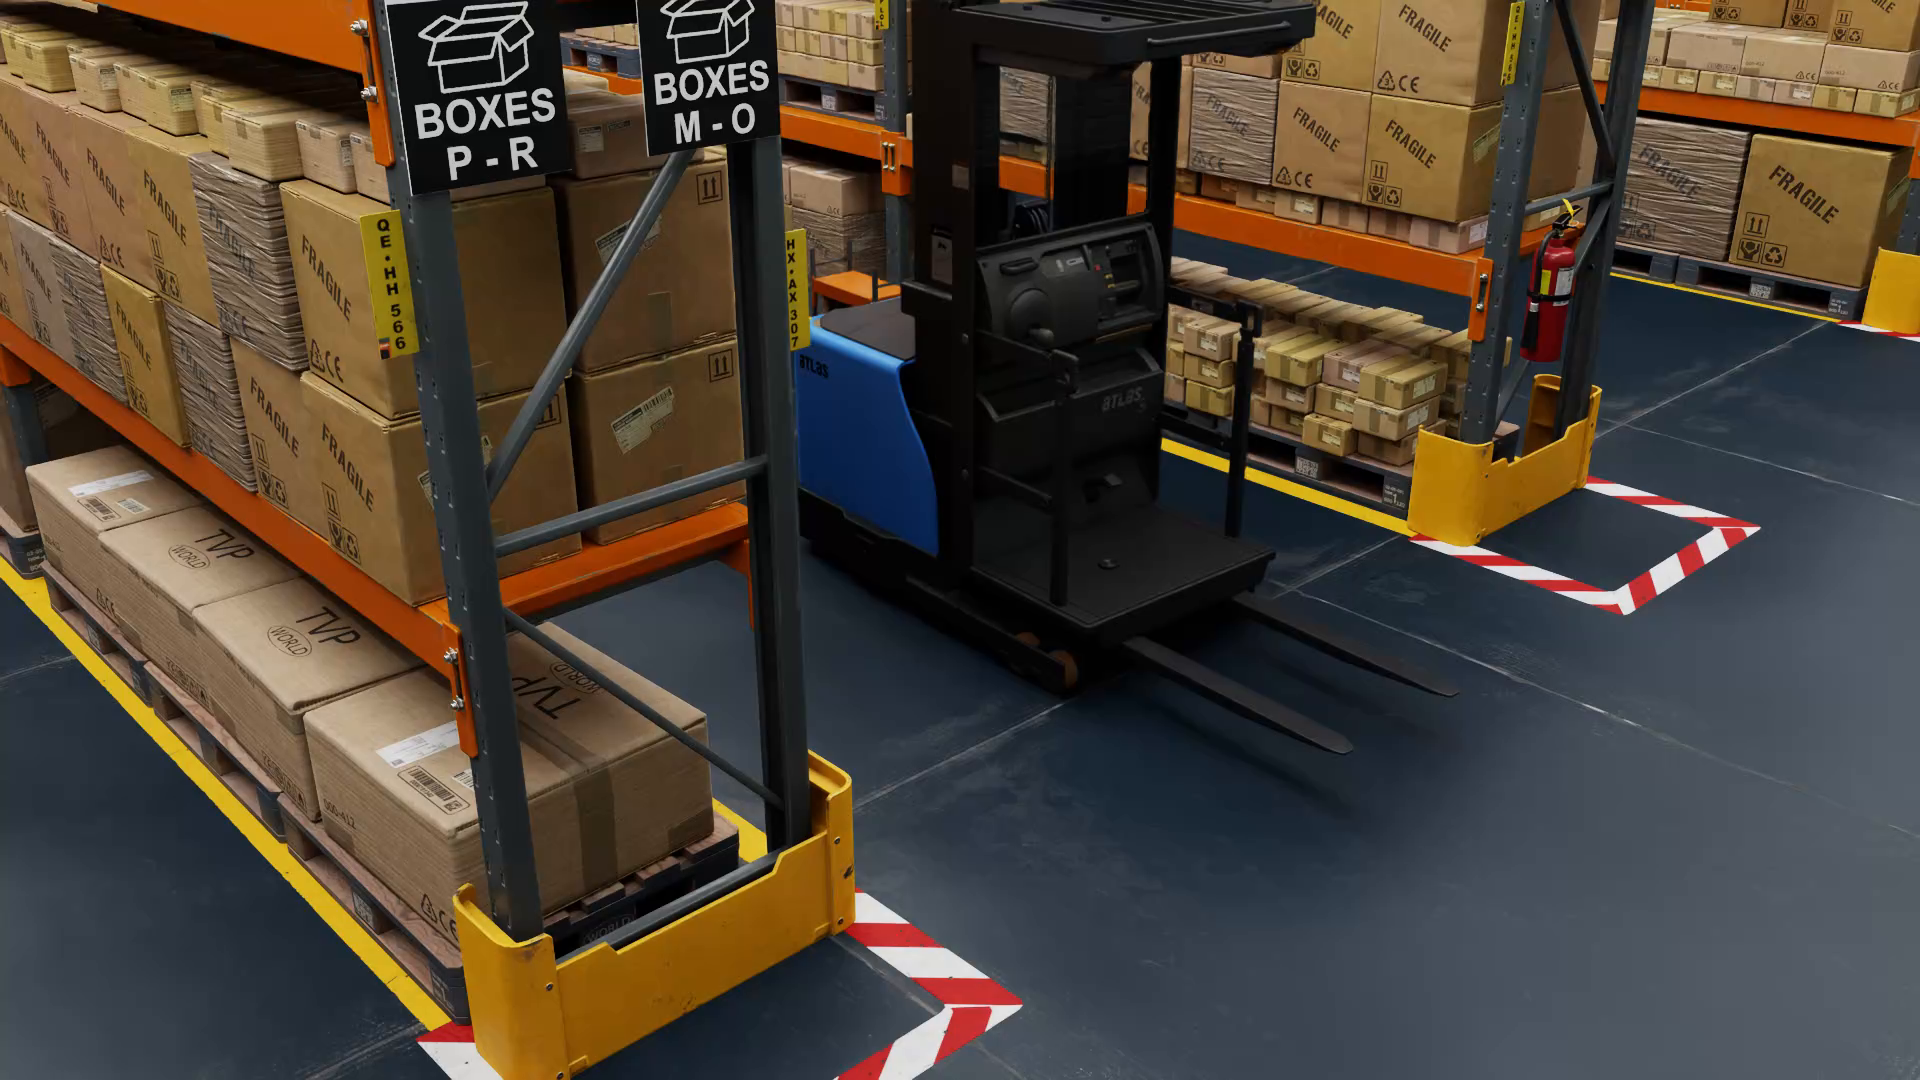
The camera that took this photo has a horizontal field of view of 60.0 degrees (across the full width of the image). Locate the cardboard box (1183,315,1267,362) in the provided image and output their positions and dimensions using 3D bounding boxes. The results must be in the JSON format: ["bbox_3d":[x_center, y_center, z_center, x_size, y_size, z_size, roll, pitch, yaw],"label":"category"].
[{"bbox_3d":[1.386,-1.066,8.684,0.380,0.149,0.250,-20,31,-37],"label":"cardboard box"}]

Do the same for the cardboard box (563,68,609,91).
[{"bbox_3d":[-1.223,-1.233,4.732,0.380,0.149,0.250,-20,31,-37],"label":"cardboard box"}]

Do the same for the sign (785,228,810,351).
[{"bbox_3d":[-0.448,-0.666,4.458,0.100,0.325,0.005,-21,32,-38],"label":"sign"}]

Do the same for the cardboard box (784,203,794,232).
[{"bbox_3d":[-1.087,-2.090,11.222,0.500,0.500,0.500,-22,33,-40],"label":"cardboard box"}]

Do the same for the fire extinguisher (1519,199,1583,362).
[{"bbox_3d":[2.522,-1.104,7.098,0.296,0.674,0.183,-21,32,-38],"label":"fire extinguisher"}]

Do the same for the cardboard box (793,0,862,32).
[{"bbox_3d":[-0.823,-3.301,10.452,0.380,0.149,0.250,-23,33,-40],"label":"cardboard box"}]

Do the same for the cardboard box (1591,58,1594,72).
[{"bbox_3d":[4.488,-3.413,11.921,0.380,0.149,0.250,-21,32,-38],"label":"cardboard box"}]

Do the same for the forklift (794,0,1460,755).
[{"bbox_3d":[0.583,-0.976,6.358,1.130,2.935,3.031,-19,31,-36],"label":"forklift"}]

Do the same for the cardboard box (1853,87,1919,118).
[{"bbox_3d":[5.893,-2.792,10.560,0.380,0.149,0.250,-20,32,-38],"label":"cardboard box"}]

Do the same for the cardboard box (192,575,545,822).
[{"bbox_3d":[-2.013,0.447,5.737,0.875,0.438,0.875,-20,31,-37],"label":"cardboard box"}]

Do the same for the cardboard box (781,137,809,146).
[{"bbox_3d":[-1.070,-2.738,11.740,0.500,0.250,0.500,-20,31,-37],"label":"cardboard box"}]

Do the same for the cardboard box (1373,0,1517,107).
[{"bbox_3d":[2.193,-2.220,7.318,0.500,0.500,0.500,-22,33,-39],"label":"cardboard box"}]

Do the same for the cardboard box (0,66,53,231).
[{"bbox_3d":[-3.102,-1.425,5.935,0.500,0.500,0.500,-22,32,-39],"label":"cardboard box"}]

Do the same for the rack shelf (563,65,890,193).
[{"bbox_3d":[-1.414,-3.006,11.592,1.077,0.370,4.000,-21,32,-38],"label":"rack shelf"}]

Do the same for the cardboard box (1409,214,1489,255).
[{"bbox_3d":[2.258,-1.420,7.551,0.380,0.149,0.250,-21,32,-38],"label":"cardboard box"}]

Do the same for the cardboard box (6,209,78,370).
[{"bbox_3d":[-3.121,-0.968,6.138,0.500,0.500,0.500,-21,32,-38],"label":"cardboard box"}]

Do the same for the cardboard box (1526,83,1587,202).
[{"bbox_3d":[2.582,-1.911,7.846,0.500,0.500,0.500,-19,31,-36],"label":"cardboard box"}]

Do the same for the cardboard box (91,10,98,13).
[{"bbox_3d":[-3.682,-2.008,7.212,0.500,0.500,0.500,-21,32,-38],"label":"cardboard box"}]

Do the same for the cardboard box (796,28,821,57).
[{"bbox_3d":[-0.812,-3.160,10.500,0.380,0.149,0.250,-20,31,-36],"label":"cardboard box"}]

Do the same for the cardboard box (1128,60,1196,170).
[{"bbox_3d":[1.157,-2.222,8.528,0.500,0.500,0.500,-19,31,-36],"label":"cardboard box"}]

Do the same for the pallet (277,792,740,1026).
[{"bbox_3d":[-1.461,0.968,5.374,1.003,0.211,1.213,-21,32,-38],"label":"pallet"}]

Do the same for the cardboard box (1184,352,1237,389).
[{"bbox_3d":[1.398,-0.934,8.754,0.380,0.149,0.250,-21,32,-38],"label":"cardboard box"}]

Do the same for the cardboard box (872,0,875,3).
[{"bbox_3d":[-0.349,-3.486,10.857,0.380,0.149,0.250,-21,32,-38],"label":"cardboard box"}]

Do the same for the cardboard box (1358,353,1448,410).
[{"bbox_3d":[2.140,-0.769,8.034,0.380,0.149,0.250,-21,32,-38],"label":"cardboard box"}]

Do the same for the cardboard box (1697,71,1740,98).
[{"bbox_3d":[5.194,-3.101,11.237,0.380,0.149,0.250,-22,33,-40],"label":"cardboard box"}]

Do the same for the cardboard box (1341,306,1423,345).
[{"bbox_3d":[2.222,-1.098,8.754,0.380,0.149,0.250,-21,32,-39],"label":"cardboard box"}]

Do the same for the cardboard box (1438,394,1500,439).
[{"bbox_3d":[2.562,-0.659,8.510,0.380,0.149,0.250,-20,32,-37],"label":"cardboard box"}]

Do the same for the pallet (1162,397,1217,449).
[{"bbox_3d":[1.276,-0.896,9.459,1.003,0.211,1.213,-21,32,-38],"label":"pallet"}]

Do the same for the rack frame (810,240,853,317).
[{"bbox_3d":[-0.617,-0.867,8.205,0.240,1.200,0.015,-19,31,-36],"label":"rack frame"}]

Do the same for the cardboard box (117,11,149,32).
[{"bbox_3d":[-2.884,-1.896,6.186,0.380,0.149,0.250,-21,32,-38],"label":"cardboard box"}]

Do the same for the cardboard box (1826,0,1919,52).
[{"bbox_3d":[5.852,-3.374,10.450,0.500,0.500,0.500,-21,32,-38],"label":"cardboard box"}]

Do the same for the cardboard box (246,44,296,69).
[{"bbox_3d":[-2.142,-1.610,5.558,0.380,0.149,0.250,-21,32,-38],"label":"cardboard box"}]

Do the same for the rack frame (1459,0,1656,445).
[{"bbox_3d":[2.687,-1.516,7.459,1.000,3.000,0.127,-21,32,-38],"label":"rack frame"}]

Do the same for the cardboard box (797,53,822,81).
[{"bbox_3d":[-0.810,-3.023,10.559,0.380,0.149,0.250,-21,32,-39],"label":"cardboard box"}]

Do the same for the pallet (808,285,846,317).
[{"bbox_3d":[-0.580,-1.694,11.210,1.003,0.211,1.213,-21,32,-38],"label":"pallet"}]

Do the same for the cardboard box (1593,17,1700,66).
[{"bbox_3d":[4.798,-3.495,11.620,0.500,0.250,0.500,-21,32,-38],"label":"cardboard box"}]

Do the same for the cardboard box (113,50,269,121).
[{"bbox_3d":[-2.327,-1.384,5.063,0.380,0.149,0.250,-20,31,-37],"label":"cardboard box"}]

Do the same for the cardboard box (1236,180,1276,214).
[{"bbox_3d":[1.583,-1.737,8.245,0.250,0.149,0.380,22,33,39],"label":"cardboard box"}]

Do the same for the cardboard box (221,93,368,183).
[{"bbox_3d":[-1.678,-1.053,4.337,0.380,0.149,0.250,-22,32,-39],"label":"cardboard box"}]

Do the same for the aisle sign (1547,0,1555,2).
[{"bbox_3d":[2.518,-2.591,6.684,0.394,0.787,0.004,-21,32,-38],"label":"aisle sign"}]

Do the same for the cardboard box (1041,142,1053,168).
[{"bbox_3d":[0.665,-2.133,9.113,0.380,0.149,0.250,-21,32,-38],"label":"cardboard box"}]

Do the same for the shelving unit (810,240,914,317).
[{"bbox_3d":[-0.461,-0.789,8.034,0.258,1.200,0.503,-19,31,-36],"label":"shelving unit"}]

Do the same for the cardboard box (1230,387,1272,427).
[{"bbox_3d":[1.629,-0.735,8.676,0.380,0.149,0.250,-21,32,-38],"label":"cardboard box"}]

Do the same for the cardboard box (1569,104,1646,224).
[{"bbox_3d":[4.650,-2.833,12.400,0.875,0.875,0.875,-21,32,-38],"label":"cardboard box"}]

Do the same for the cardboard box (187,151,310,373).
[{"bbox_3d":[-1.739,-0.810,4.586,0.500,0.500,0.500,-21,32,-38],"label":"cardboard box"}]

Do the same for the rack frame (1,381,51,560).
[{"bbox_3d":[-3.591,-1.293,6.970,1.000,3.000,0.127,-21,32,-38],"label":"rack frame"}]

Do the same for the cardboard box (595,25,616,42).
[{"bbox_3d":[-2.439,-3.742,12.135,0.380,0.149,0.250,-19,31,-36],"label":"cardboard box"}]

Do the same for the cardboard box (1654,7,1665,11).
[{"bbox_3d":[4.840,-3.801,12.291,0.500,0.250,0.500,-20,32,-37],"label":"cardboard box"}]

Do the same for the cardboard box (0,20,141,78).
[{"bbox_3d":[-3.048,-1.688,5.729,0.380,0.149,0.250,-22,32,-39],"label":"cardboard box"}]

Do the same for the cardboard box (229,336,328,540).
[{"bbox_3d":[-1.712,-0.354,4.791,0.500,0.500,0.500,-22,33,-39],"label":"cardboard box"}]

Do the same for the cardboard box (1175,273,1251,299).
[{"bbox_3d":[1.421,-1.378,9.368,0.380,0.149,0.250,-21,32,-38],"label":"cardboard box"}]

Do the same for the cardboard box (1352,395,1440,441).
[{"bbox_3d":[2.118,-0.624,8.074,0.380,0.149,0.250,-22,33,-40],"label":"cardboard box"}]
